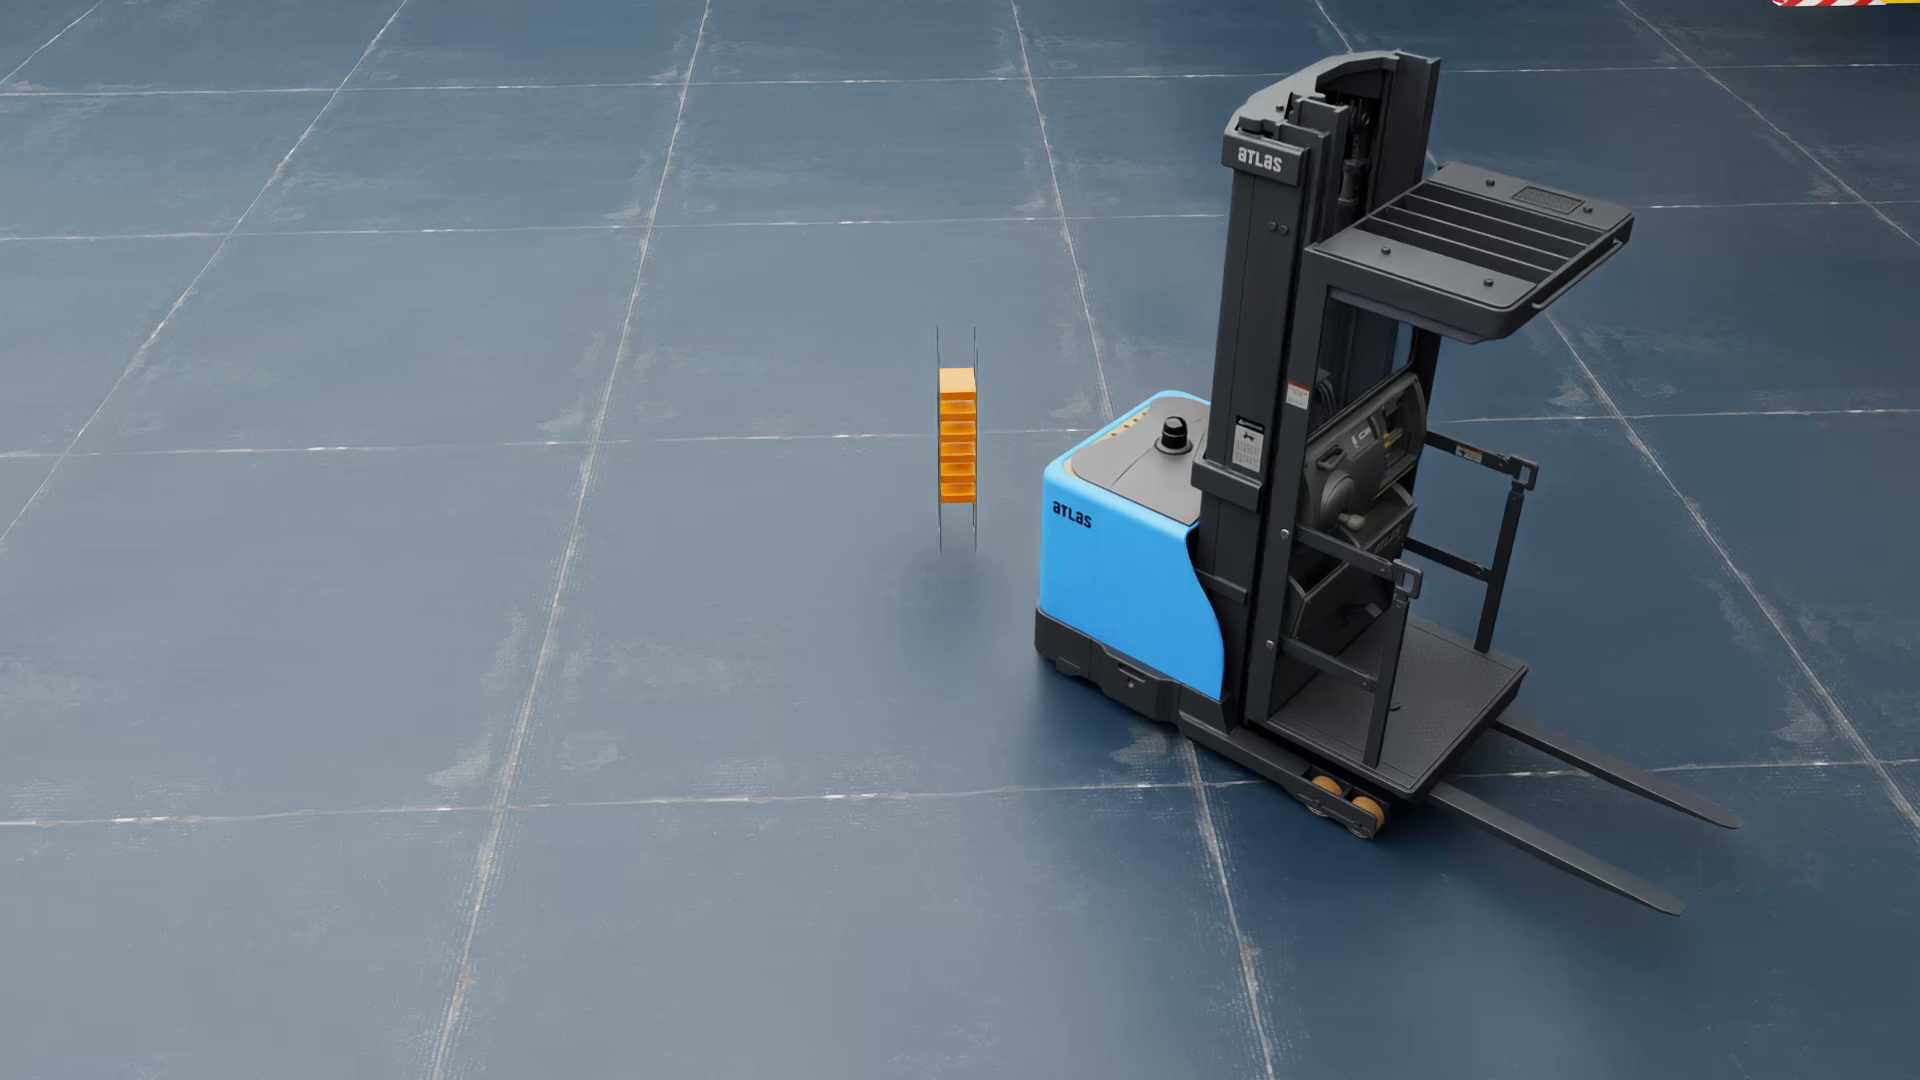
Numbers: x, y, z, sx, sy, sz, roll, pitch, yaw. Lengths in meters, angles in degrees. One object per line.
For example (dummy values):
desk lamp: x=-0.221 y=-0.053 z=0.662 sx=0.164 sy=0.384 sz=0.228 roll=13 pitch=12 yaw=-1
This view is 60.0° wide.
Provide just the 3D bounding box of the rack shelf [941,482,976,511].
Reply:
rack shelf: x=-0.014 y=-0.259 z=8.570 sx=0.180 sy=0.103 sz=0.258 roll=-2 pitch=35 yaw=-2

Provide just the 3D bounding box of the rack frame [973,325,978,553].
rack frame: x=0.077 y=-0.495 z=8.412 sx=0.006 sy=1.200 sz=0.240 roll=-2 pitch=35 yaw=-2

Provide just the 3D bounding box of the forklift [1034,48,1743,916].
forklift: x=1.799 y=-0.304 z=6.613 sx=3.031 sy=2.935 sz=1.130 roll=26 pitch=42 yaw=32

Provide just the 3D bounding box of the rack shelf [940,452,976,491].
rack shelf: x=-0.014 y=-0.358 z=8.502 sx=0.180 sy=0.103 sz=0.258 roll=-2 pitch=35 yaw=-2

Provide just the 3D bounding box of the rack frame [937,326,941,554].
rack frame: x=-0.106 y=-0.491 z=8.404 sx=0.006 sy=1.200 sz=0.240 roll=-2 pitch=35 yaw=-2

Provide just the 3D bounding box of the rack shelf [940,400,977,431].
rack shelf: x=-0.014 y=-0.654 z=8.297 sx=0.180 sy=0.103 sz=0.258 roll=-2 pitch=35 yaw=-2

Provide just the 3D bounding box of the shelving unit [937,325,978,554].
shelving unit: x=-0.014 y=-0.493 z=8.408 sx=0.189 sy=1.200 sz=0.258 roll=-2 pitch=35 yaw=-2

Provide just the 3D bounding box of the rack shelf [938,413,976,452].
rack shelf: x=-0.014 y=-0.555 z=8.365 sx=0.180 sy=0.103 sz=0.258 roll=-2 pitch=35 yaw=-2

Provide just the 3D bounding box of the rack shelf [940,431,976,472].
rack shelf: x=-0.014 y=-0.456 z=8.433 sx=0.180 sy=0.103 sz=0.258 roll=-2 pitch=35 yaw=-2

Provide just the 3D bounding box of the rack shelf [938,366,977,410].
rack shelf: x=-0.014 y=-0.752 z=8.228 sx=0.180 sy=0.103 sz=0.258 roll=-2 pitch=35 yaw=-2
